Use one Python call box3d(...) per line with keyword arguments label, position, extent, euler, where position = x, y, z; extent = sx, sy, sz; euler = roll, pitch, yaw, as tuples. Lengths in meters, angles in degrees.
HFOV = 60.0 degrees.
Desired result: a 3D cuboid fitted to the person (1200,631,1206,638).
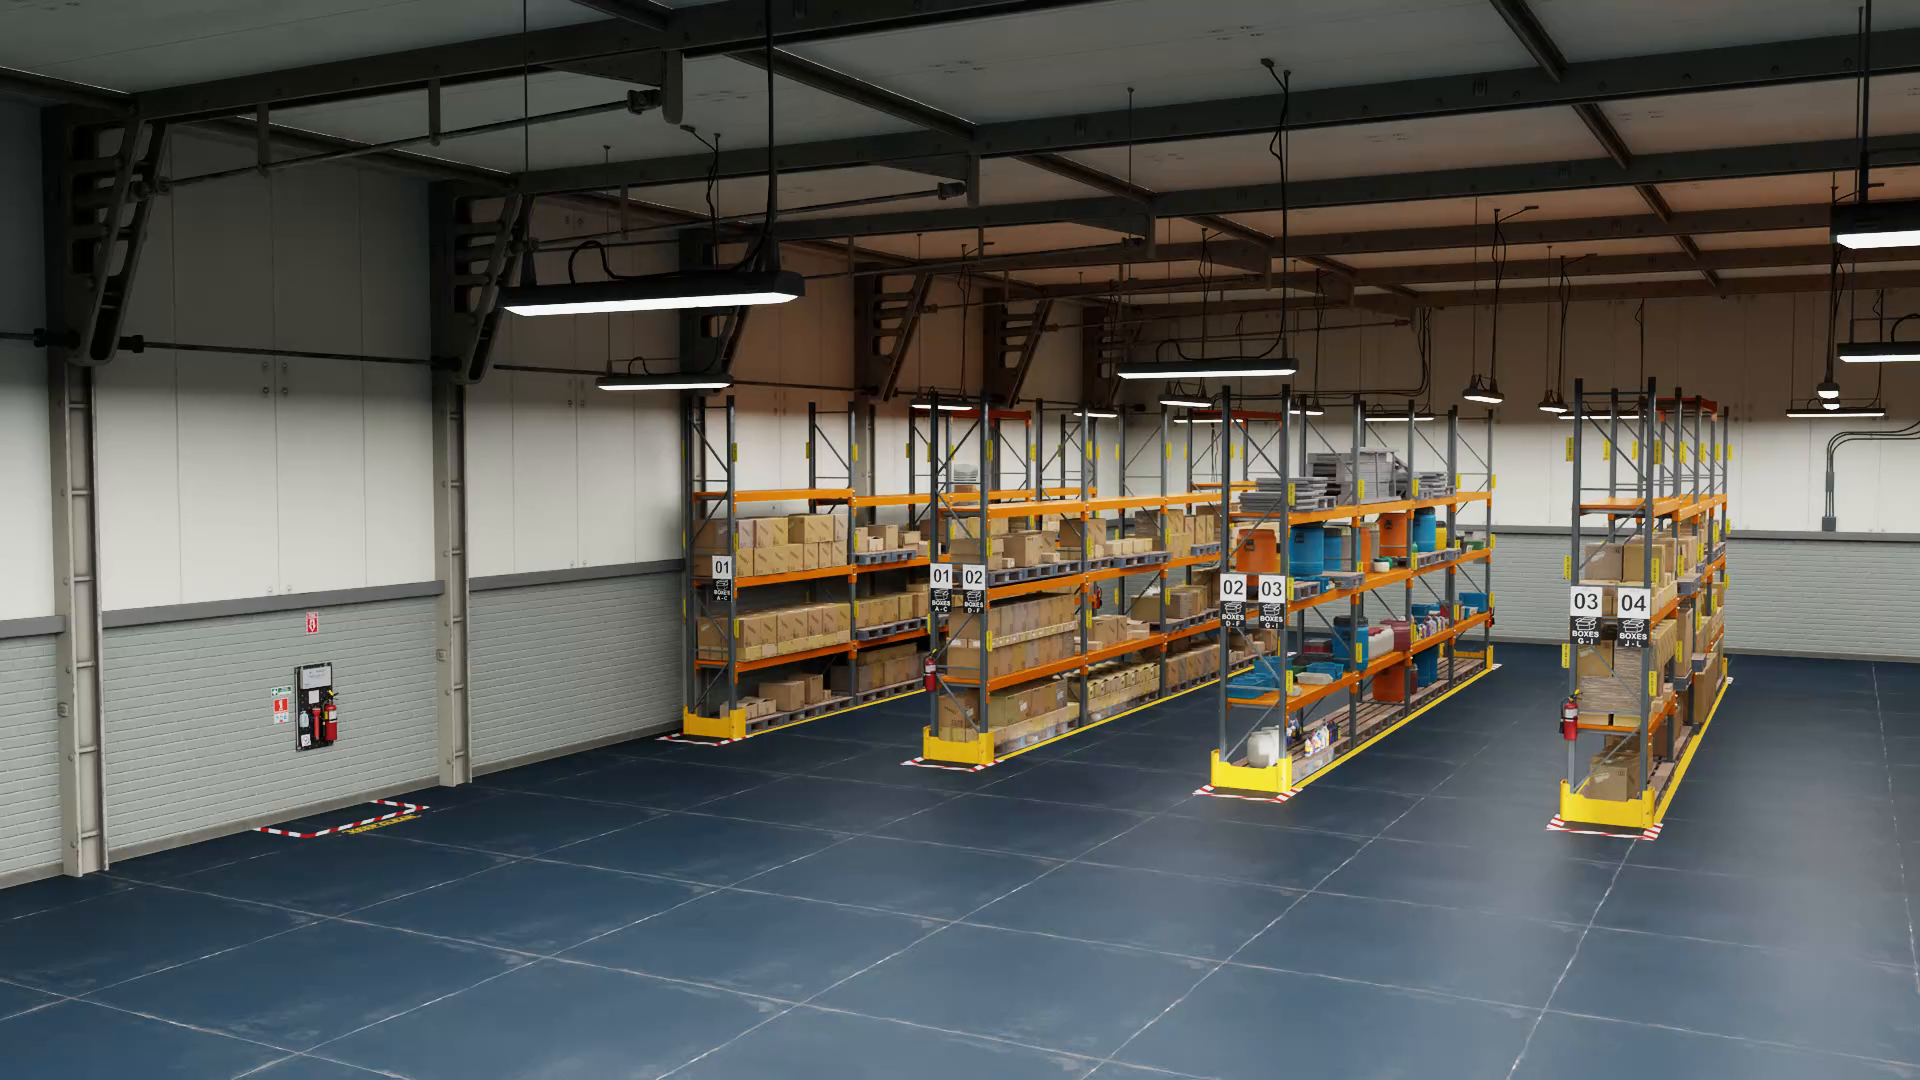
box3d(label="person", position=(6.130, 1.937, 43.053), extent=(0.646, 1.603, 1.073), euler=(-3, 4, -44))
